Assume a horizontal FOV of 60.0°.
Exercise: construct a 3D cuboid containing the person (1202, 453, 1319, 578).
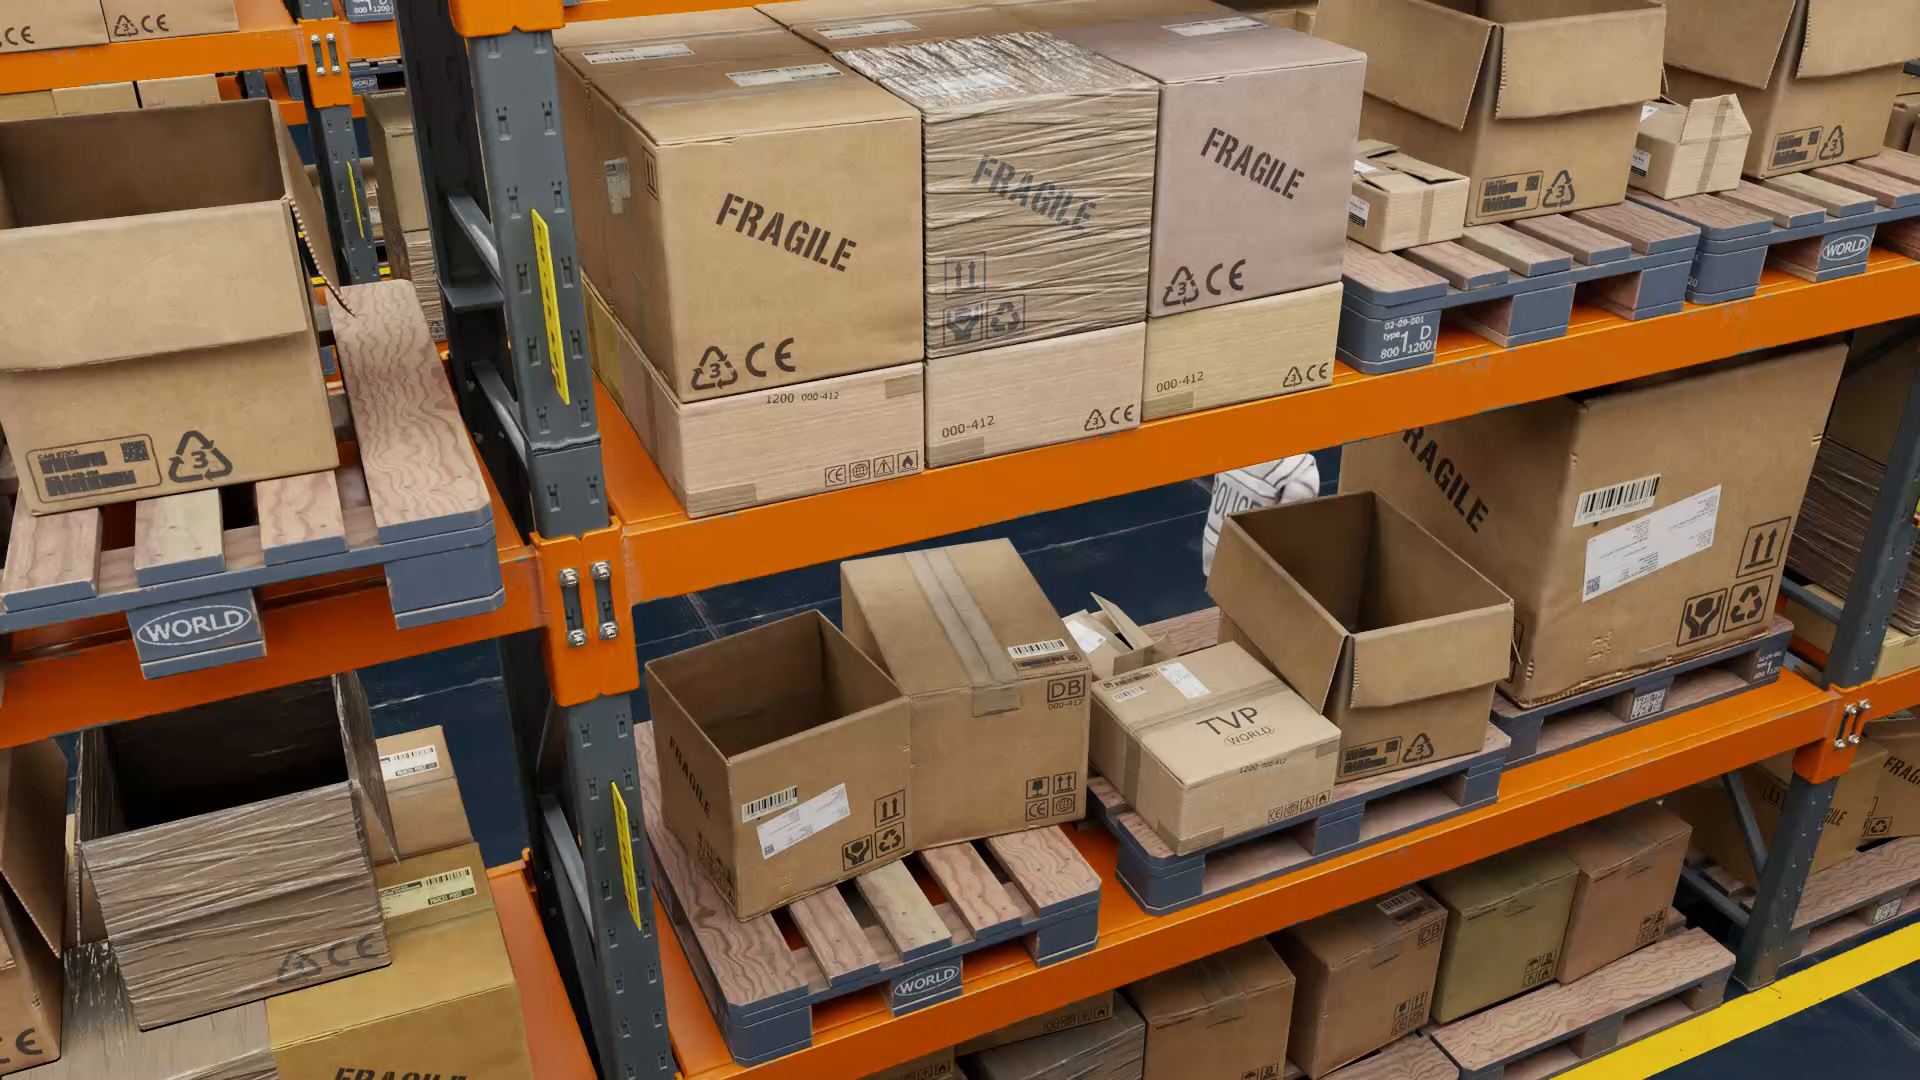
[{"bbox_3d":[1.248,0.128,6.892,0.446,1.746,0.589,-14,32,-24],"label":"person"}]
